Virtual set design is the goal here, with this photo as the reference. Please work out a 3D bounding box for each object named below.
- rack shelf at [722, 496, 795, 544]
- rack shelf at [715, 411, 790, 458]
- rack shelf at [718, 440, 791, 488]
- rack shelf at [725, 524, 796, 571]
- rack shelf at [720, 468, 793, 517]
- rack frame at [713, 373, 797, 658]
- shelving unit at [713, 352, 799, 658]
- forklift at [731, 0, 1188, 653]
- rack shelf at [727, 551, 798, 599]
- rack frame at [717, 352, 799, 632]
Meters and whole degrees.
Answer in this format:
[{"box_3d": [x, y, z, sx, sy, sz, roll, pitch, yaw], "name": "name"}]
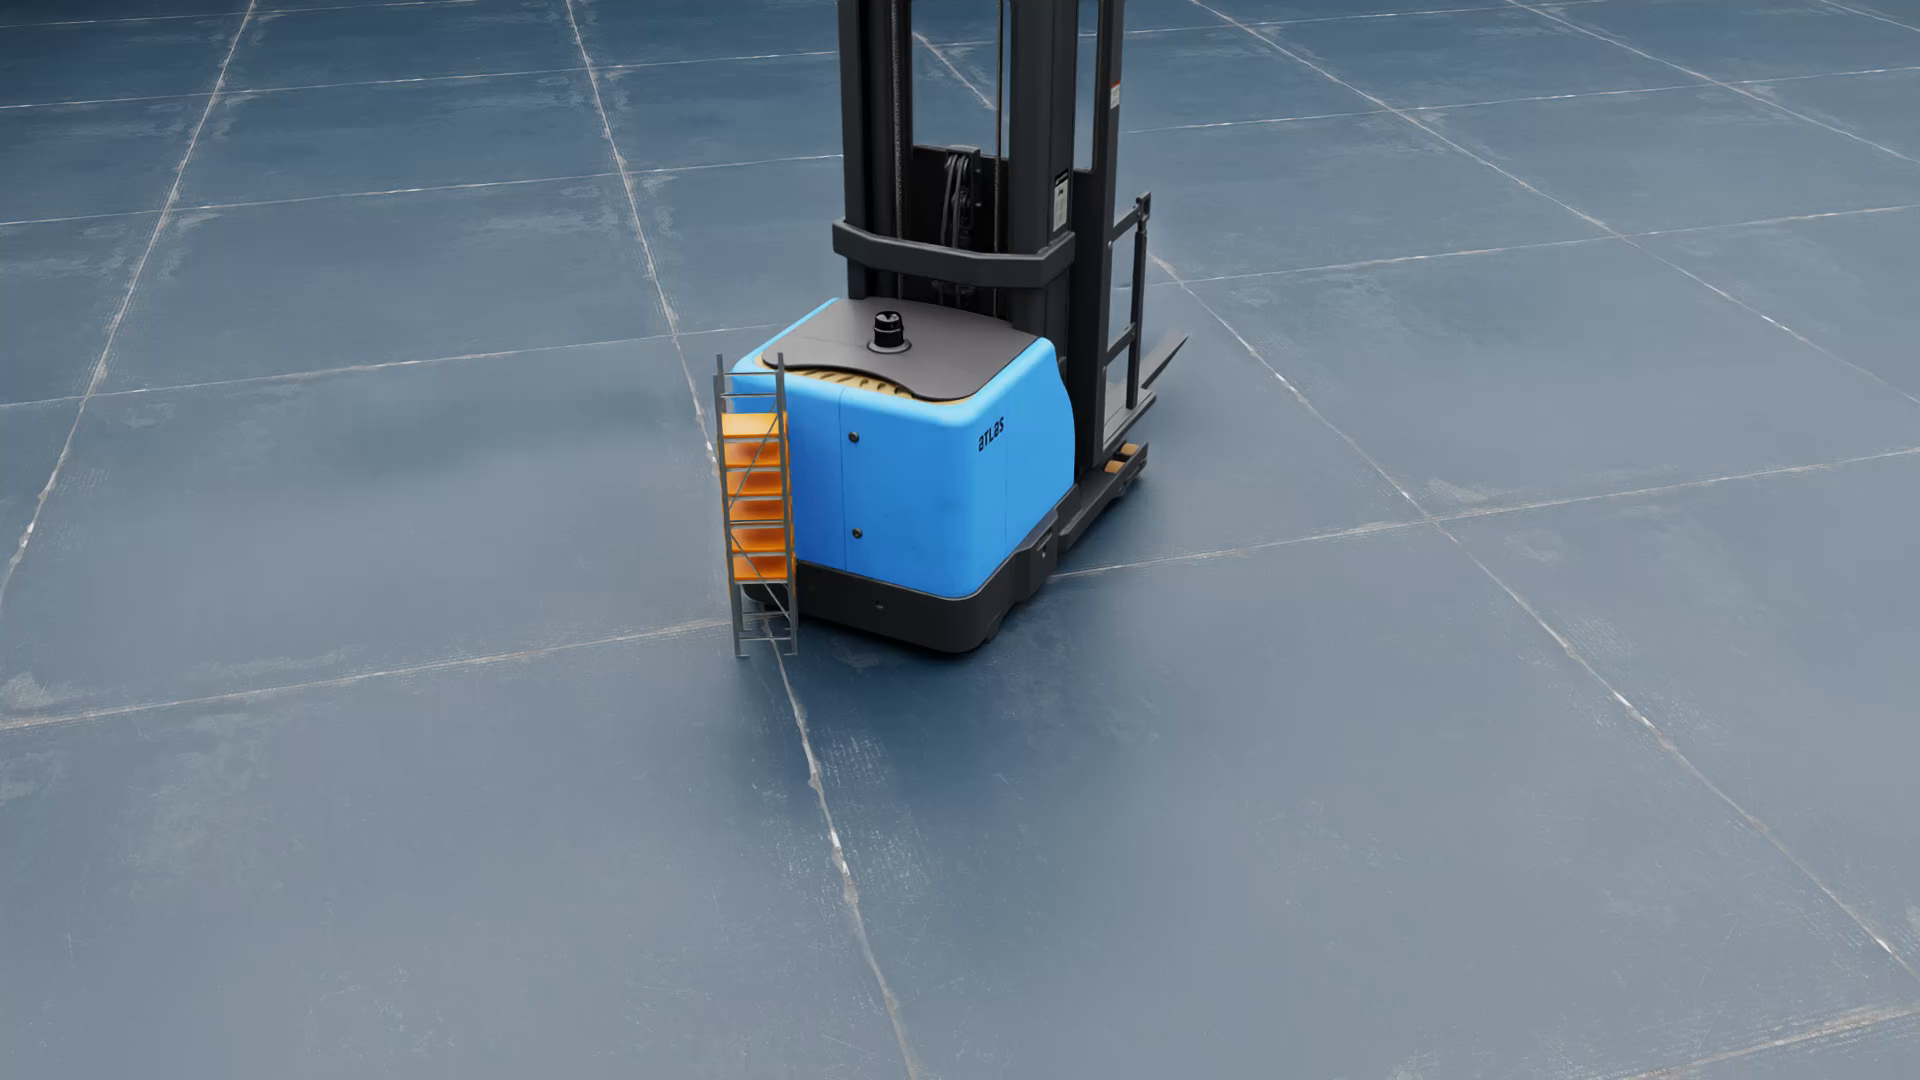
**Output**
[{"box_3d": [-0.757, -0.074, 6.269, 0.258, 0.103, 0.180, -1, 30, -2], "name": "rack shelf"}, {"box_3d": [-0.757, -0.386, 6.088, 0.258, 0.103, 0.180, -1, 30, -2], "name": "rack shelf"}, {"box_3d": [-0.757, -0.282, 6.149, 0.258, 0.103, 0.180, -1, 30, -2], "name": "rack shelf"}, {"box_3d": [-0.757, 0.030, 6.329, 0.258, 0.103, 0.180, -1, 30, -2], "name": "rack shelf"}, {"box_3d": [-0.757, -0.178, 6.209, 0.258, 0.103, 0.180, -1, 30, -2], "name": "rack shelf"}, {"box_3d": [-0.753, -0.067, 6.167, 0.240, 1.200, 0.006, -1, 30, -2], "name": "rack frame"}, {"box_3d": [-0.757, -0.113, 6.247, 0.258, 1.200, 0.189, -1, 30, -2], "name": "shelving unit"}, {"box_3d": [0.221, -1.552, 7.006, 1.130, 2.935, 3.031, 14, 33, 22], "name": "forklift"}, {"box_3d": [-0.757, 0.133, 6.389, 0.258, 0.103, 0.180, -1, 30, -2], "name": "rack shelf"}, {"box_3d": [-0.762, -0.158, 6.326, 0.240, 1.200, 0.006, -1, 30, -2], "name": "rack frame"}]
